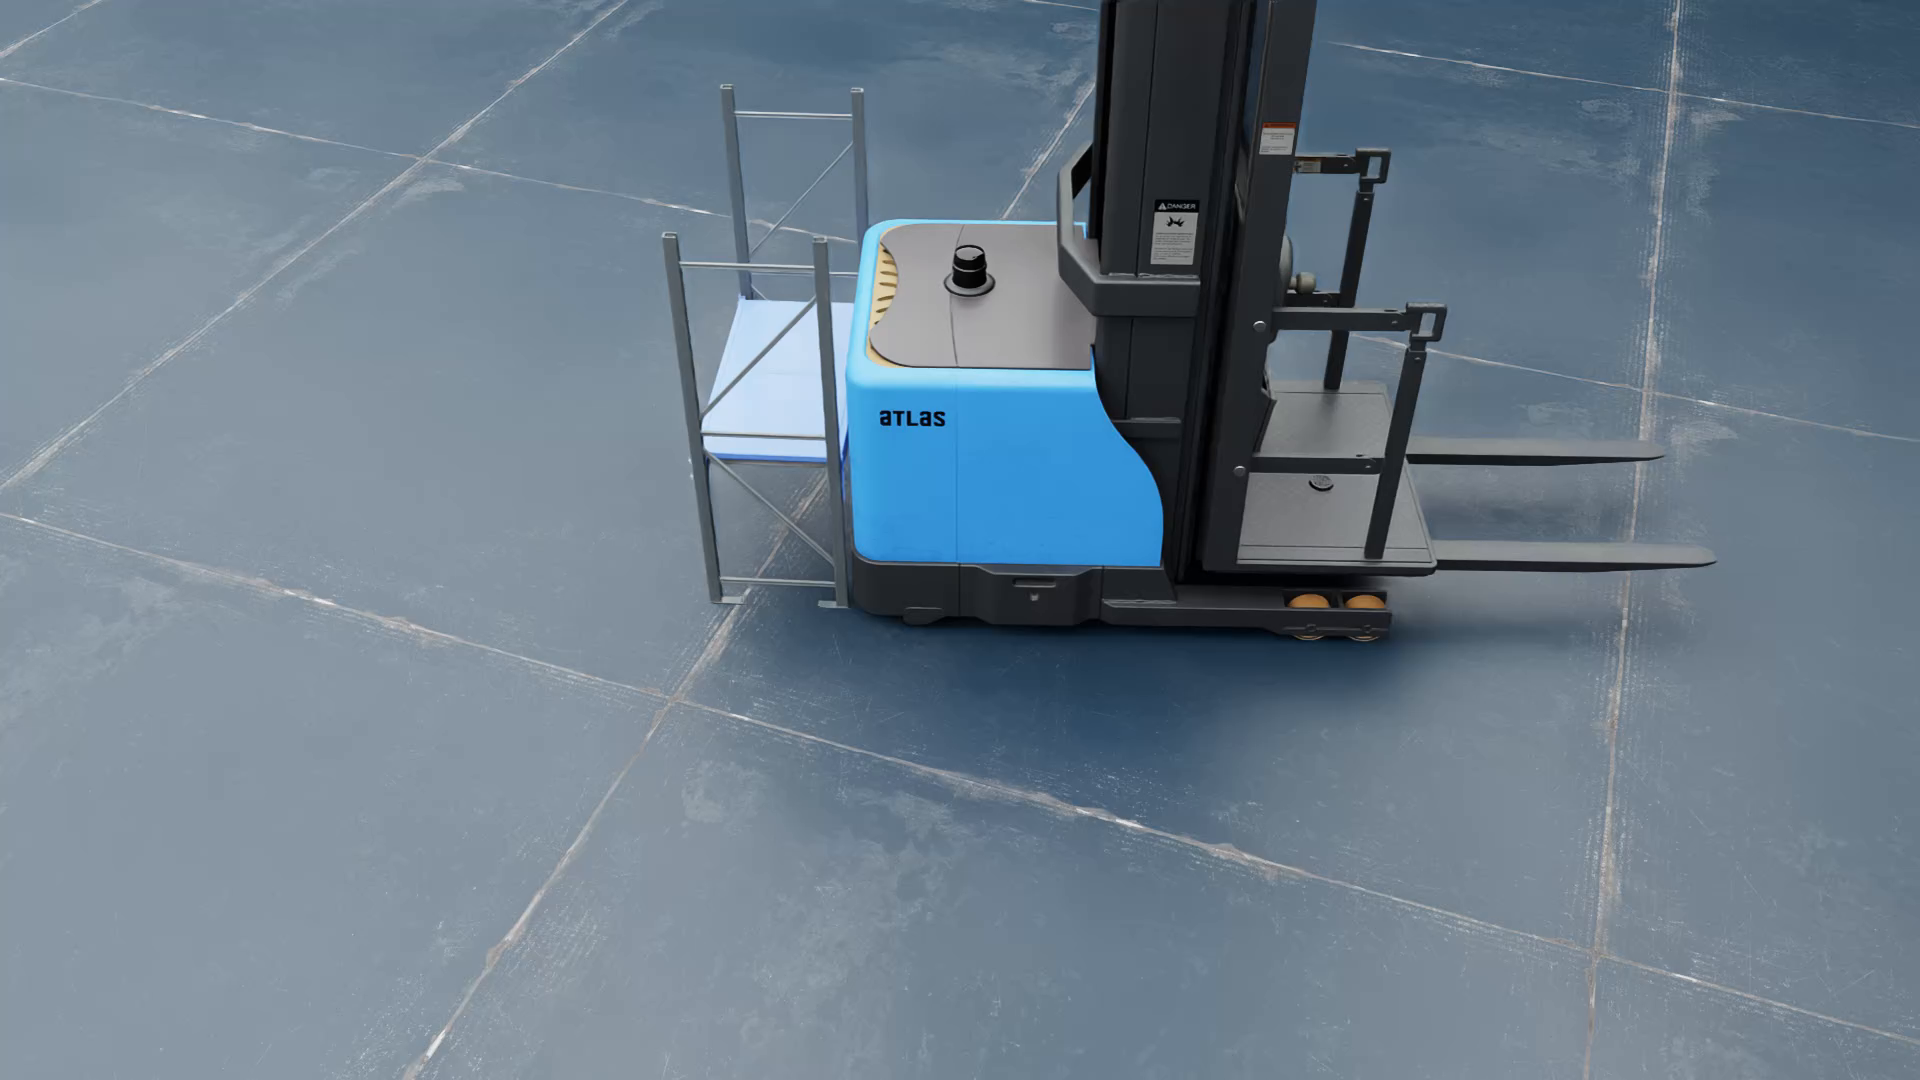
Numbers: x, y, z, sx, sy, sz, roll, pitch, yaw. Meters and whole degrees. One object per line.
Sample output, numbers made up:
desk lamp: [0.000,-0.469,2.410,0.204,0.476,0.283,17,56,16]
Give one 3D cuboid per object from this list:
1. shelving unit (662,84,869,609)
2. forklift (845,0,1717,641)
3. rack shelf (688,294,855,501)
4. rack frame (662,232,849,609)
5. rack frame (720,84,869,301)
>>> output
shelving unit: [-0.617,-0.671,5.881,0.538,1.500,1.048,2,41,3]
forklift: [1.147,-1.112,5.295,3.031,2.935,1.130,1,40,1]
rack shelf: [-0.617,-0.534,5.998,0.538,0.185,1.000,2,41,3]
rack frame: [-0.649,-0.342,5.495,0.500,1.500,0.032,2,41,3]
rack frame: [-0.585,-1.000,6.267,0.500,1.500,0.032,2,41,3]
